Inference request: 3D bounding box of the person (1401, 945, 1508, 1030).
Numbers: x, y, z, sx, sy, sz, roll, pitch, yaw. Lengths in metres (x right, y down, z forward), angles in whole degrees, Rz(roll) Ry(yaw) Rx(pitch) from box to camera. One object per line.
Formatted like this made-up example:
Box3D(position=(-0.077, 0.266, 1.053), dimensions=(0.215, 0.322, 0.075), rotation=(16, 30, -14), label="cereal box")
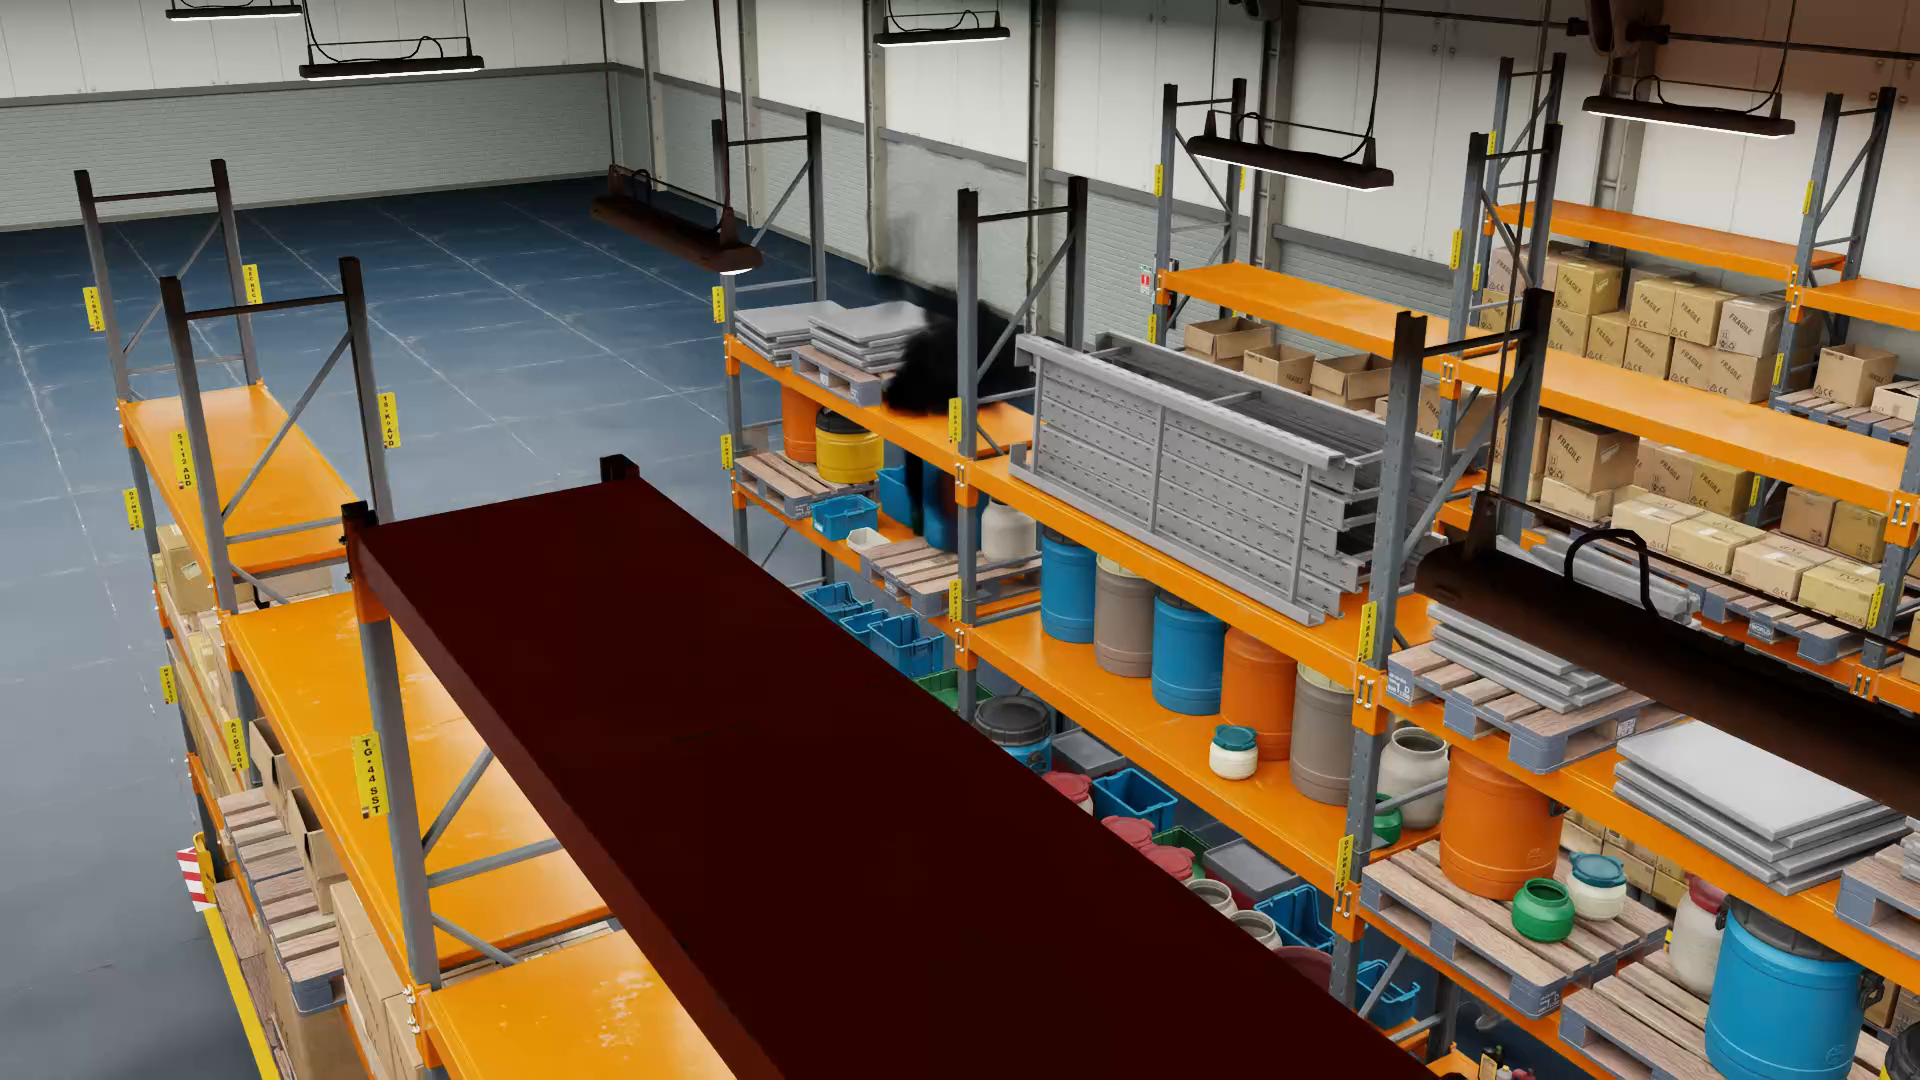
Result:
Box3D(position=(3.716, 2.702, 12.176), dimensions=(0.714, 1.704, 1.027), rotation=(-19, 29, -39), label="person")
